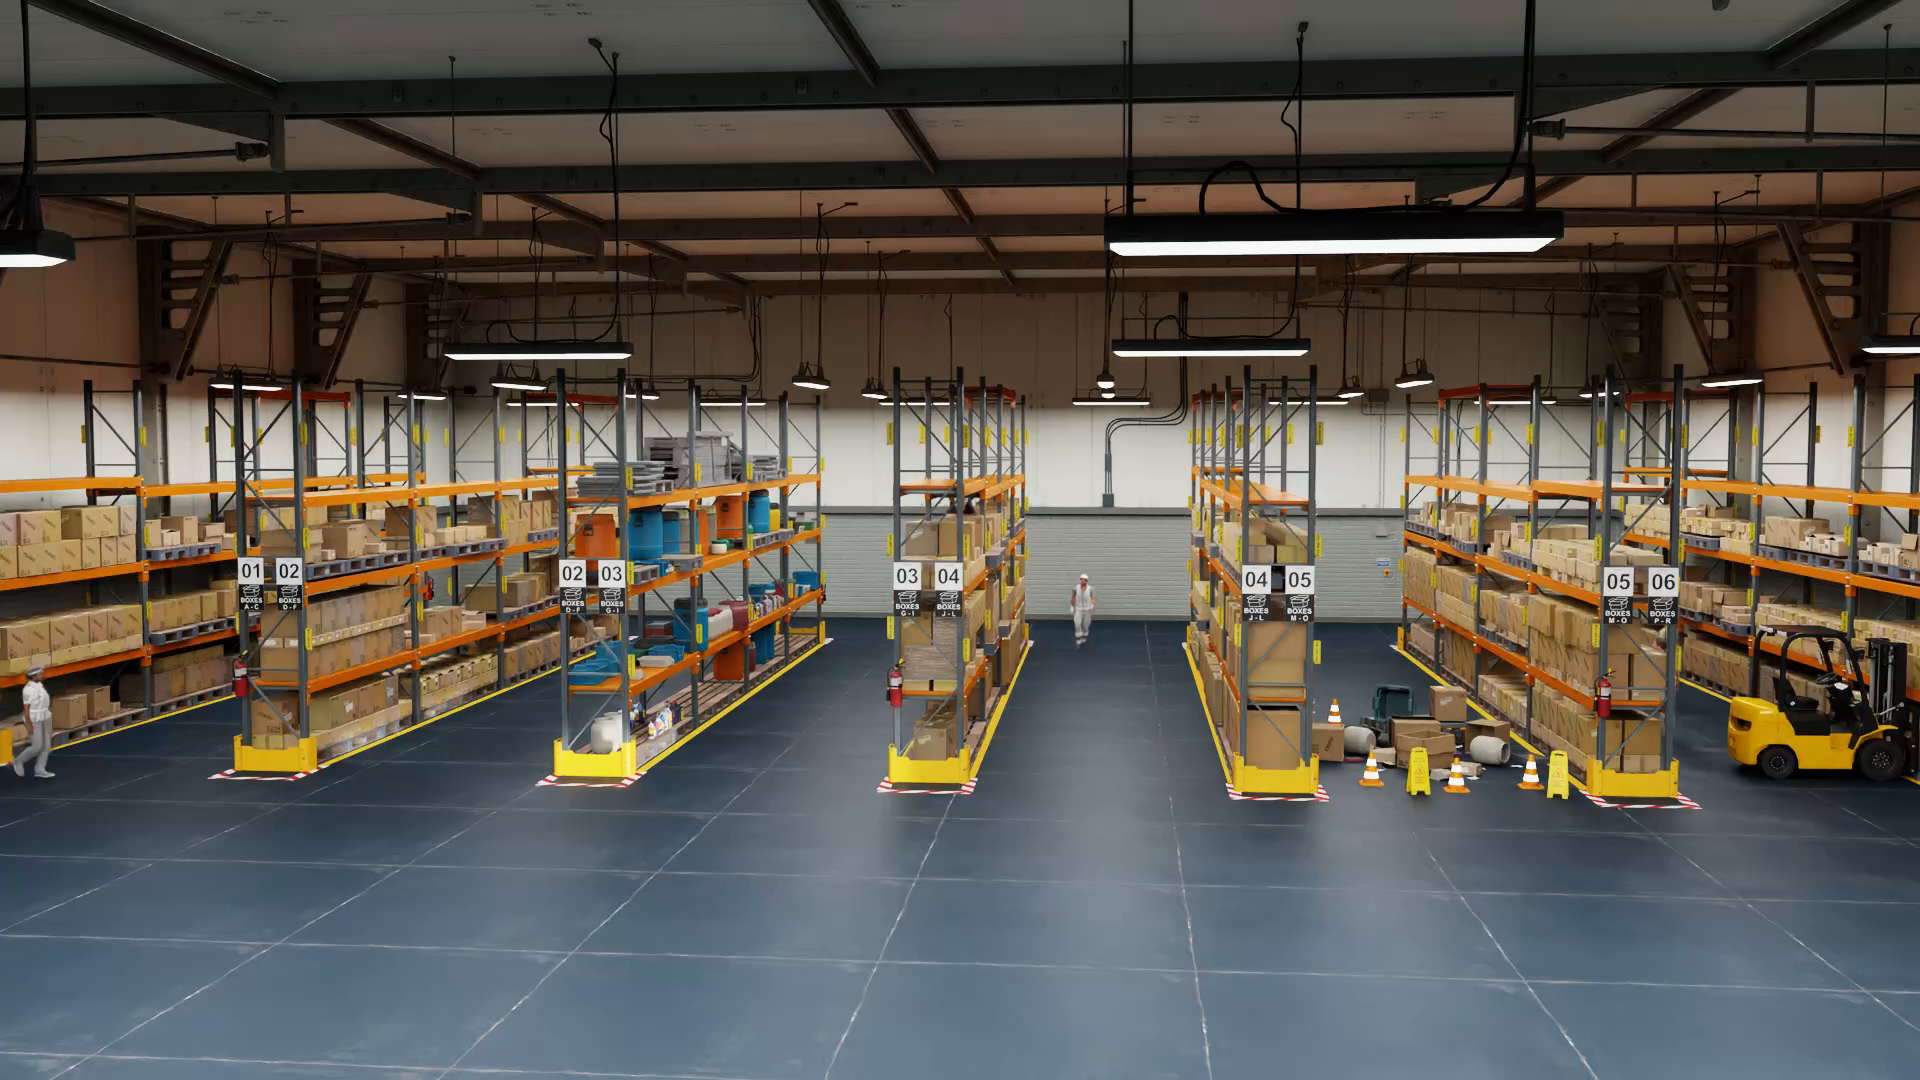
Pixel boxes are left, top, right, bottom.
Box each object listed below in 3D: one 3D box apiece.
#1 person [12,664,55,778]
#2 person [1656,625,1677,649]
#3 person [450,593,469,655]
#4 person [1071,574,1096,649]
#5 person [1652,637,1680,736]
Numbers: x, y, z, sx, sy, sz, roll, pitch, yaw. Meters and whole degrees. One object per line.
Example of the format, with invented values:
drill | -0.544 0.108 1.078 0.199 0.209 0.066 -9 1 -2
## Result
person | -13.513 2.638 24.227 0.515 1.674 0.461 0 4 6
person | 13.295 2.215 31.377 0.523 1.696 0.593 -1 4 -11
person | -11.031 1.960 36.601 0.541 1.590 0.648 1 4 8
person | 2.927 1.709 39.528 0.621 1.813 0.877 0 4 7
person | 11.764 2.480 27.846 0.602 1.687 0.642 0 4 4
